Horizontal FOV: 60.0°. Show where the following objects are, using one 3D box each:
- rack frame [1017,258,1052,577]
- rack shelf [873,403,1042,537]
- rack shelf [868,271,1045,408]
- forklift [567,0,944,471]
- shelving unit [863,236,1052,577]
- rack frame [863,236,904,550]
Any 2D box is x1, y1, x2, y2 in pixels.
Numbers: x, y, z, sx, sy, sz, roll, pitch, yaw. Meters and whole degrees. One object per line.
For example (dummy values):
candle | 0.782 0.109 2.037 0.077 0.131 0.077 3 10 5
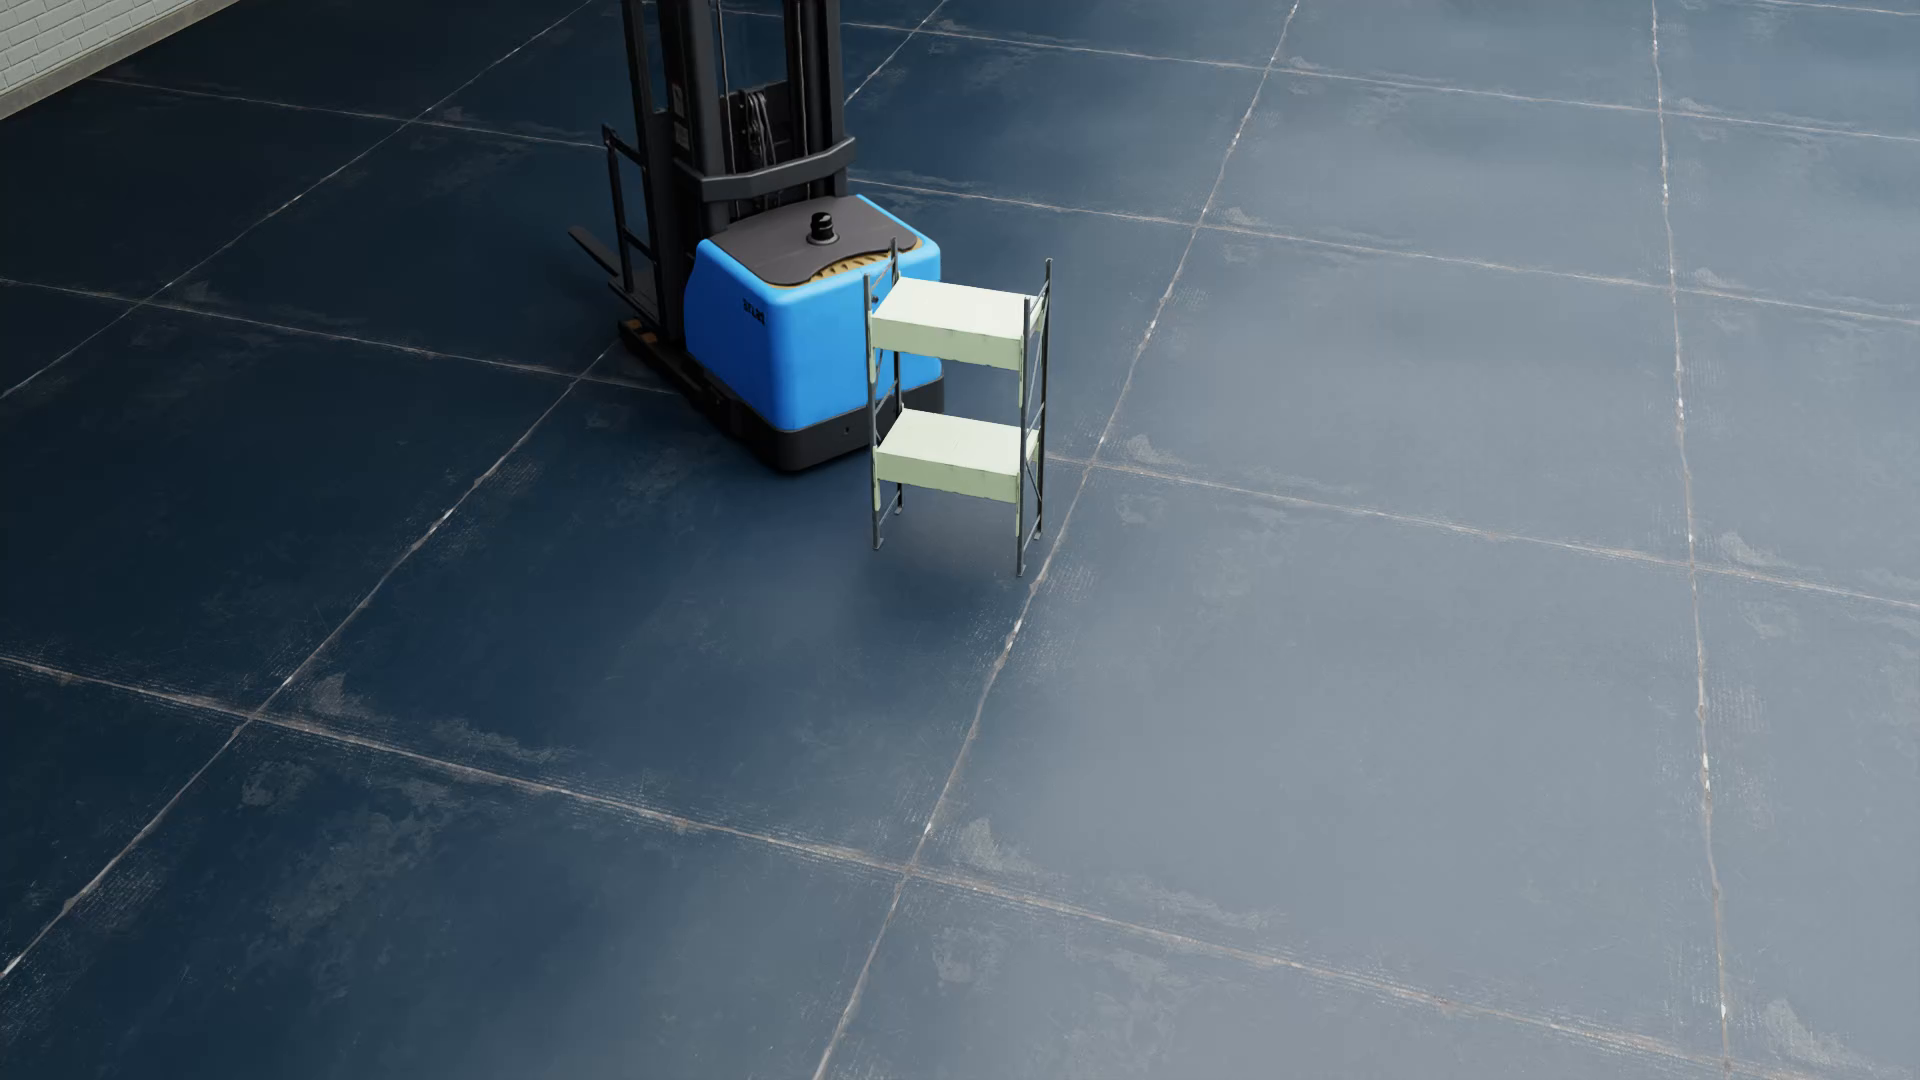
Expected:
rack frame | 0.343 -0.541 7.719 0.023 1.500 0.400 10 38 14
rack shelf | -0.006 -0.343 8.000 0.720 0.370 0.431 10 38 14
rack shelf | -0.006 -0.919 7.576 0.720 0.370 0.431 10 38 14
forklift | -1.348 -2.367 8.994 1.130 2.935 3.031 -23 42 -28
shelving unit | -0.006 -0.605 7.807 0.755 1.500 0.431 10 38 14
rack frame | -0.356 -0.670 7.895 0.023 1.500 0.400 10 38 14
